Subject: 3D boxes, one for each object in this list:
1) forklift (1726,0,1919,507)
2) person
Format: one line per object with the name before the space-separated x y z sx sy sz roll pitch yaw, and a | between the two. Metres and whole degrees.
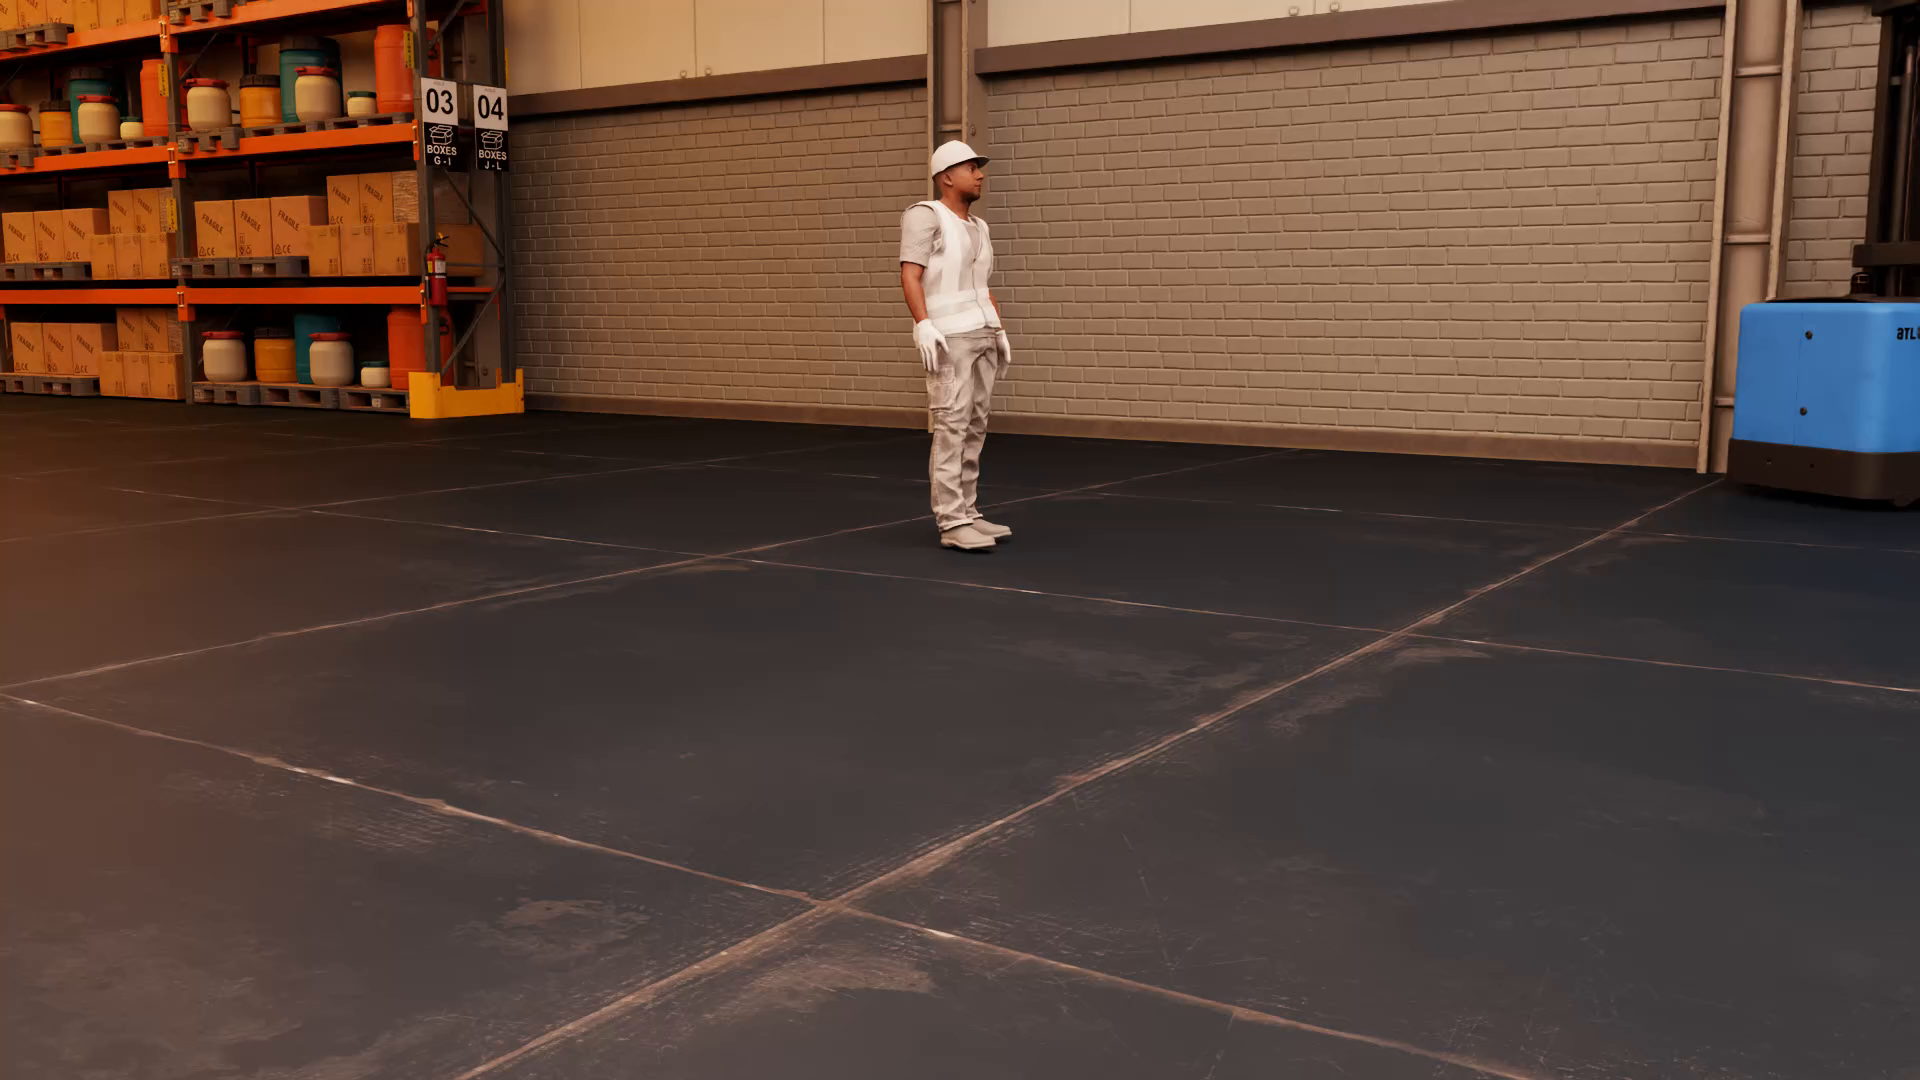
forklift | 5.934 -1.716 9.263 3.031 2.935 1.130 -3 8 -17
person | 0.054 -0.883 7.430 0.577 1.782 0.656 5 10 34
